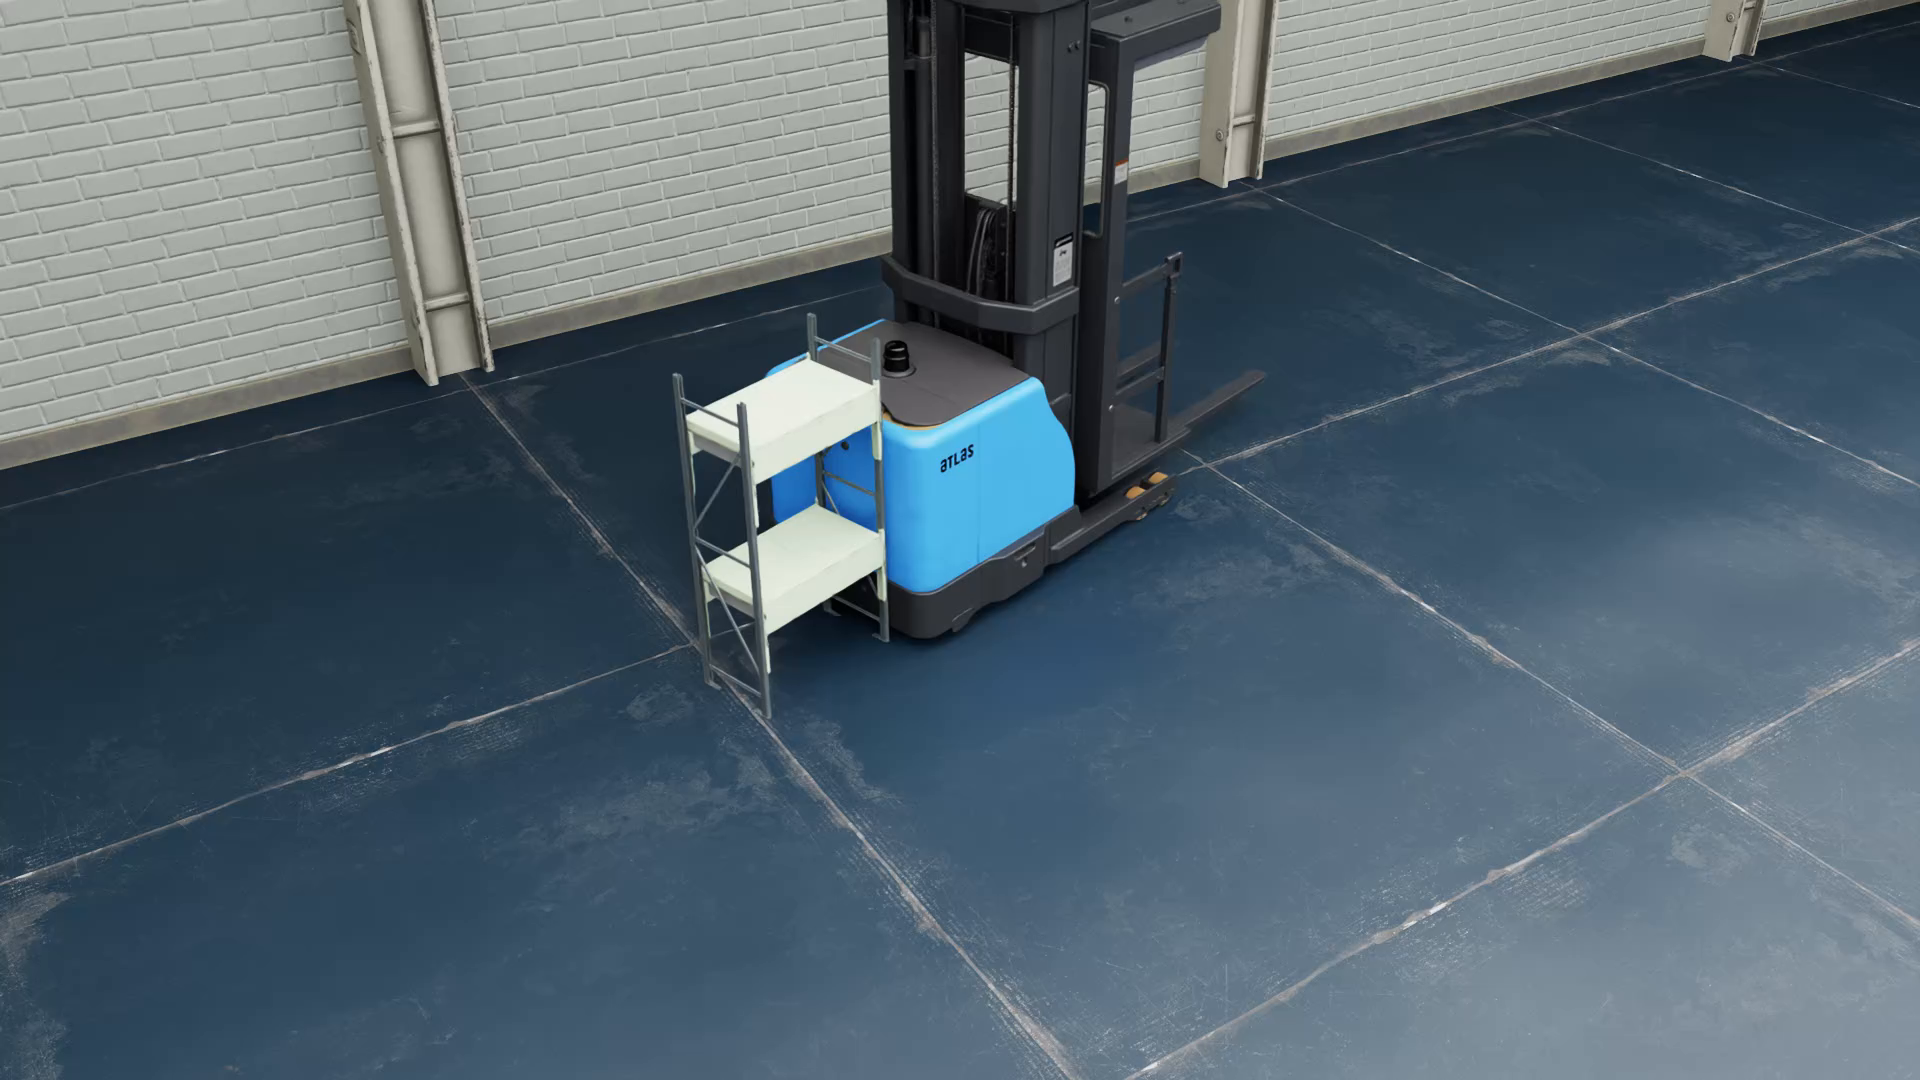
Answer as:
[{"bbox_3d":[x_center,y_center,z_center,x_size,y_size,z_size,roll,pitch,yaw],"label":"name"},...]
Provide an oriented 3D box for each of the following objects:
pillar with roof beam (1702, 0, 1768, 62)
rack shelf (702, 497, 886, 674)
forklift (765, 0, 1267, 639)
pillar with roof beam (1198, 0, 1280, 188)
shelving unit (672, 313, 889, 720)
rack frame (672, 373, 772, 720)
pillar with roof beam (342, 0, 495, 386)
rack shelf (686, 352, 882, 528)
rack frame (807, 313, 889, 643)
[{"bbox_3d":[9.418,-6.364,9.904,0.400,9.000,9.100,-19,37,-27],"label":"pillar with roof beam"},{"bbox_3d":[-0.718,0.183,7.162,0.431,0.370,0.720,25,40,34],"label":"rack shelf"},{"bbox_3d":[0.463,-1.503,7.886,1.130,2.935,3.031,25,40,34],"label":"forklift"},{"bbox_3d":[4.375,-4.629,7.154,0.400,9.000,9.100,-19,37,-27],"label":"pillar with roof beam"},{"bbox_3d":[-0.719,-0.092,6.987,0.431,1.500,0.755,25,40,34],"label":"shelving unit"},{"bbox_3d":[-0.959,0.057,6.754,0.400,1.500,0.023,25,40,34],"label":"rack frame"},{"bbox_3d":[-0.669,-2.895,4.405,0.400,9.000,9.100,-19,37,-27],"label":"pillar with roof beam"},{"bbox_3d":[-0.720,-0.421,6.778,0.431,0.370,0.720,25,40,34],"label":"rack shelf"},{"bbox_3d":[-0.479,-0.241,7.221,0.400,1.500,0.023,25,40,34],"label":"rack frame"}]
